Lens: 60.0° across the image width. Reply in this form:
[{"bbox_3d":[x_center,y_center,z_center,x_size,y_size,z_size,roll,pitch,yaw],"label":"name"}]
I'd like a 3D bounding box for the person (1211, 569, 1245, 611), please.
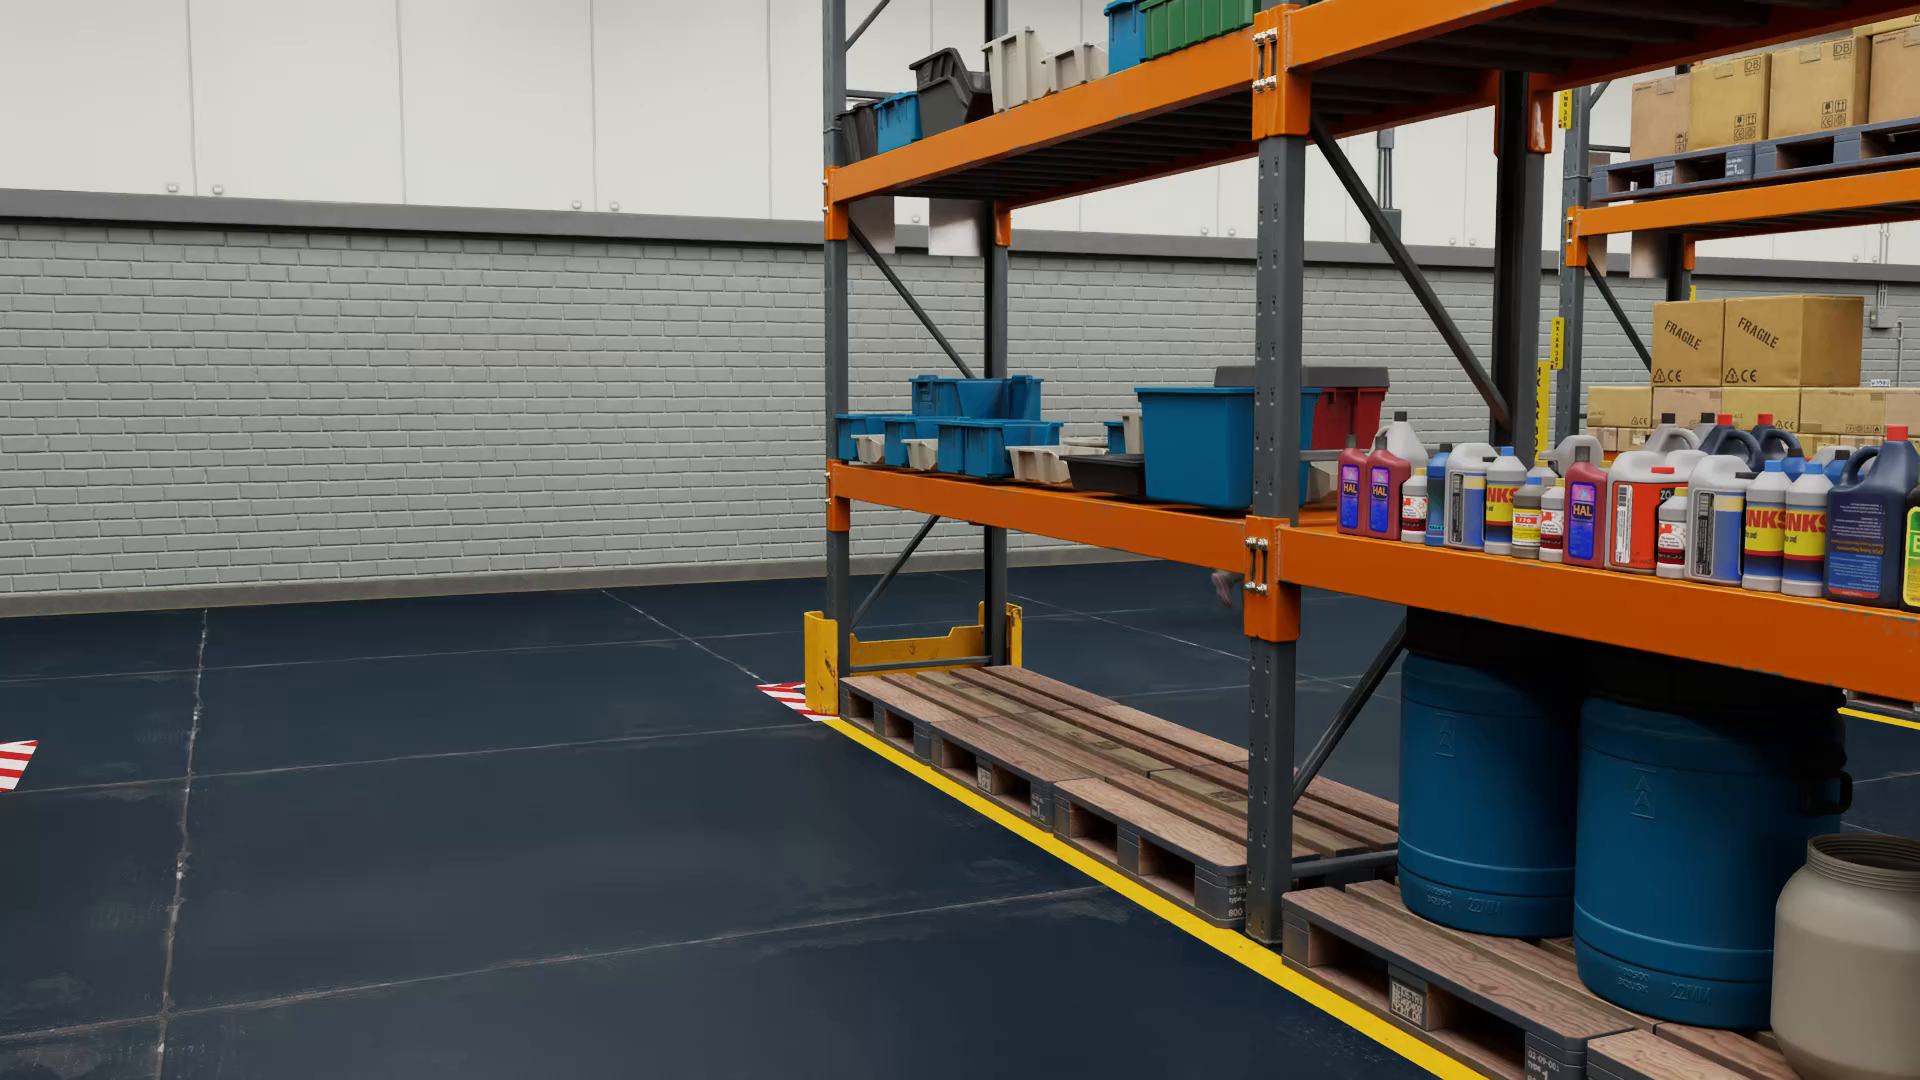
[{"bbox_3d":[2.079,-0.266,12.144,0.651,1.645,0.447,-3,6,-25],"label":"person"}]
